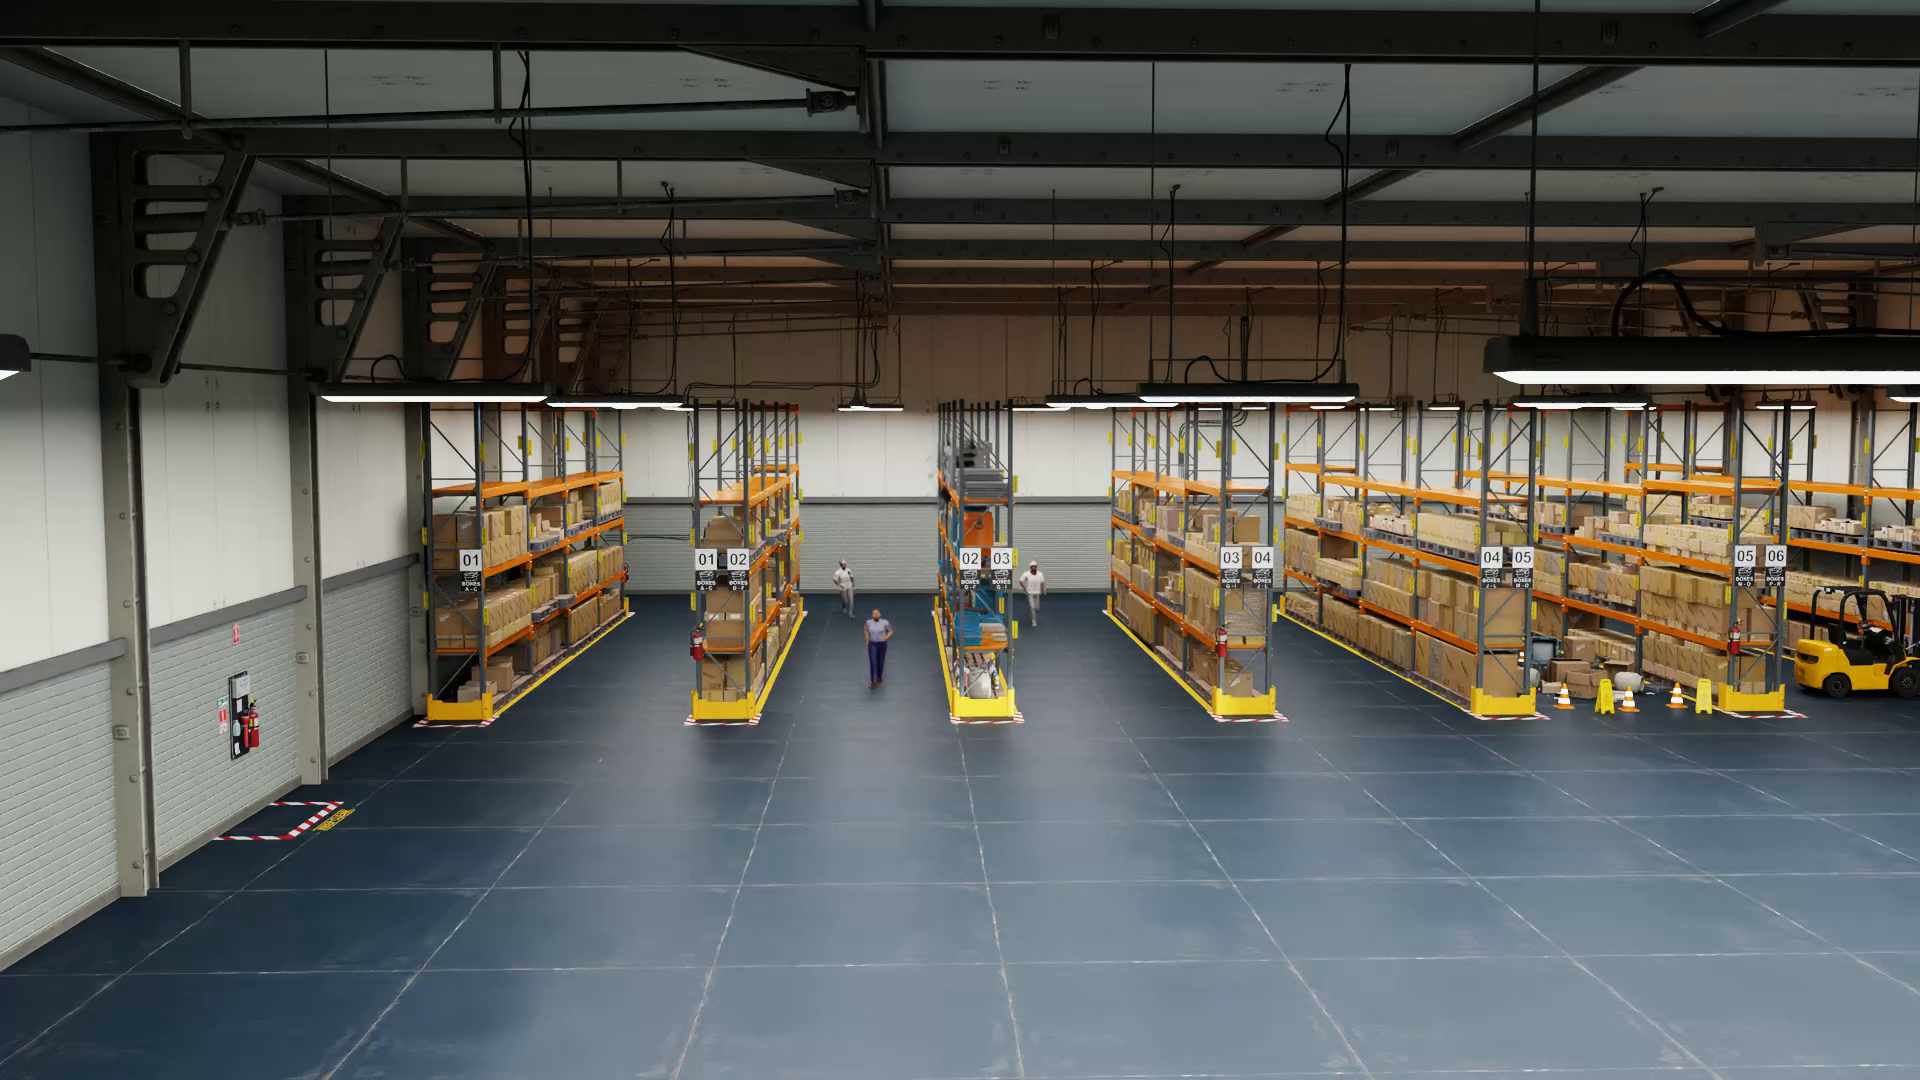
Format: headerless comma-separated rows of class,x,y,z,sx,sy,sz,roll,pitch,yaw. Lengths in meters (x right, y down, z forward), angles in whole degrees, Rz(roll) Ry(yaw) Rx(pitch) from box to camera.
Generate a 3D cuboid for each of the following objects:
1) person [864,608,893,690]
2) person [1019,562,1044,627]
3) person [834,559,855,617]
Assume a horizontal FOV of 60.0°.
person,-1.713,2.271,34.846,0.601,1.663,0.815,0,4,-5
person,1.950,1.446,45.020,0.703,1.748,0.749,-1,4,-15
person,-3.253,1.354,46.884,0.606,1.644,0.614,-2,5,-25
